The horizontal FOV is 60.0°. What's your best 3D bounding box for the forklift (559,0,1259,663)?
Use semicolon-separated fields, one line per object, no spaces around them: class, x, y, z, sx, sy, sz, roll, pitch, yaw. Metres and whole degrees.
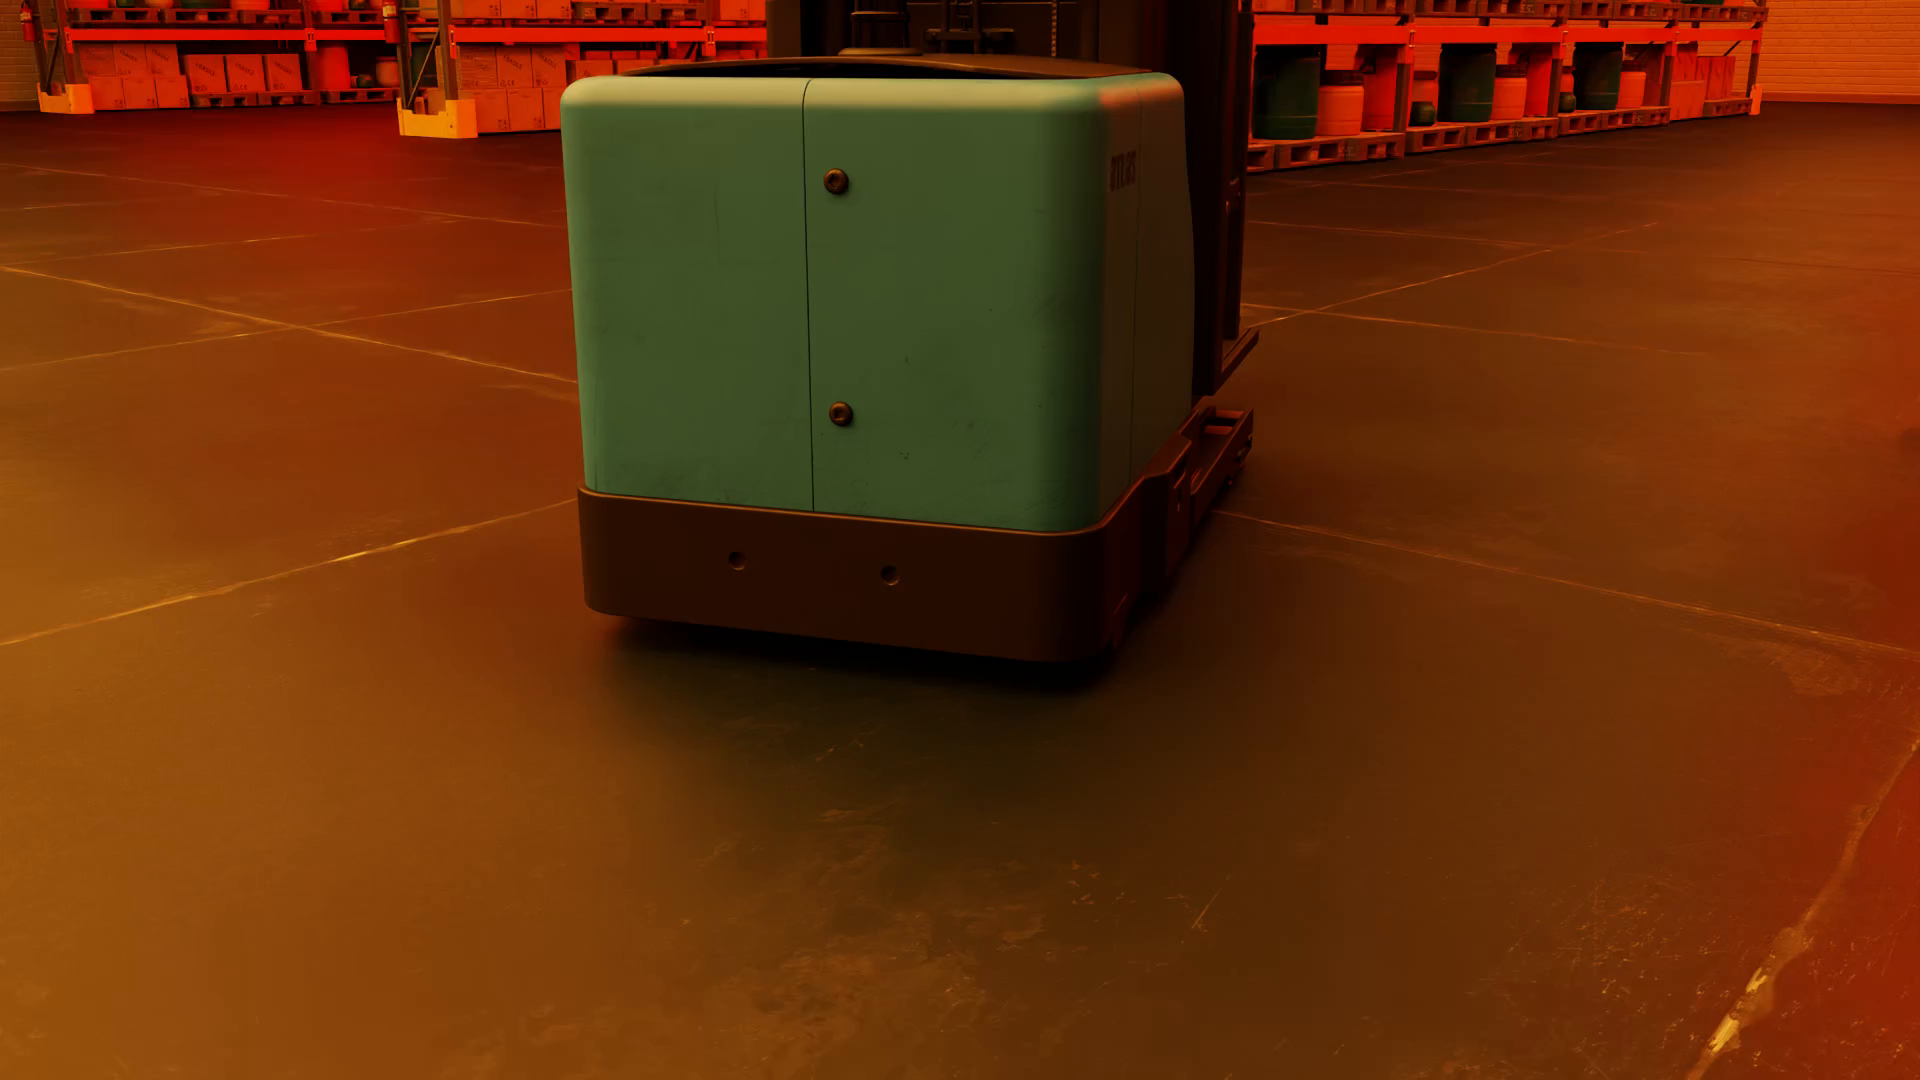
forklift;0.182;-1.571;4.072;1.130;2.935;3.031;5;18;17
